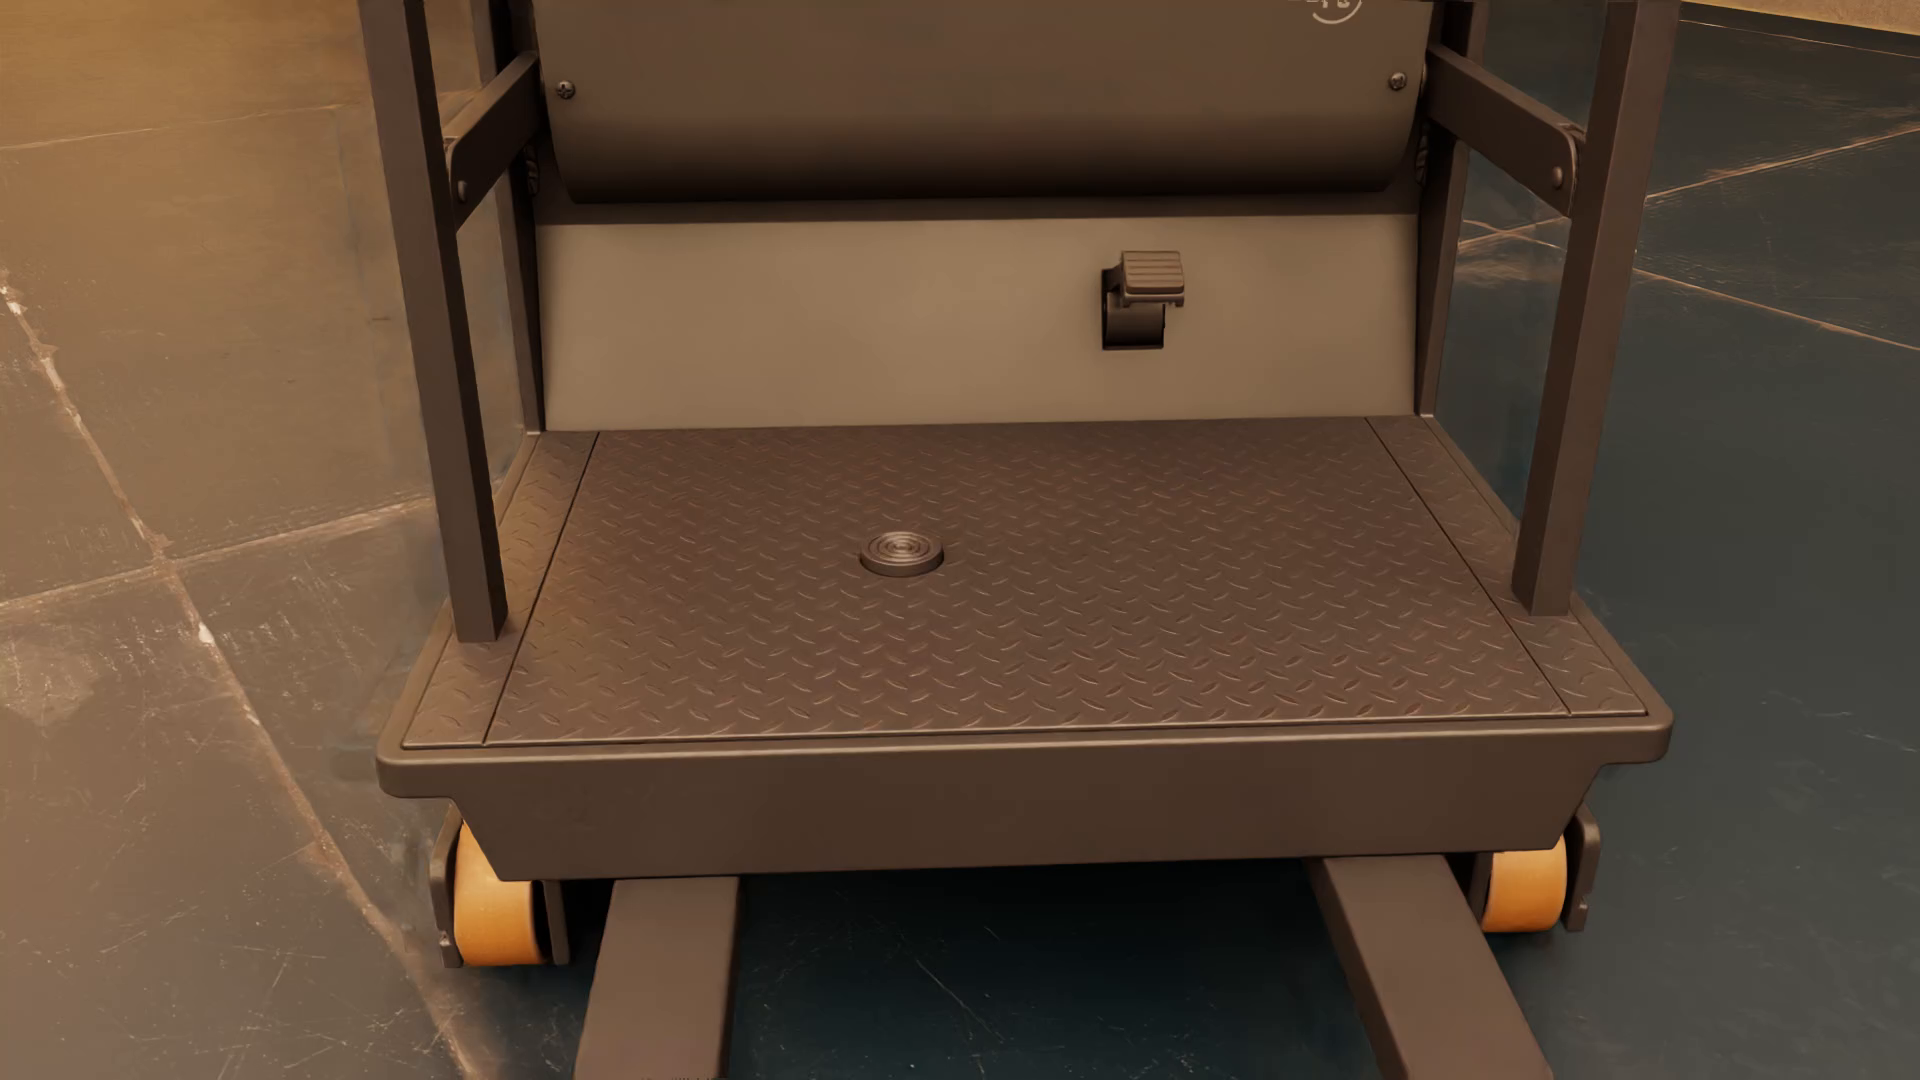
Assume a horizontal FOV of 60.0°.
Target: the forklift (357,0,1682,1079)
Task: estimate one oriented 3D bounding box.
[{"bbox_3d":[0.040,-1.036,1.296,1.130,2.935,3.031,-1,27,-3],"label":"forklift"}]
